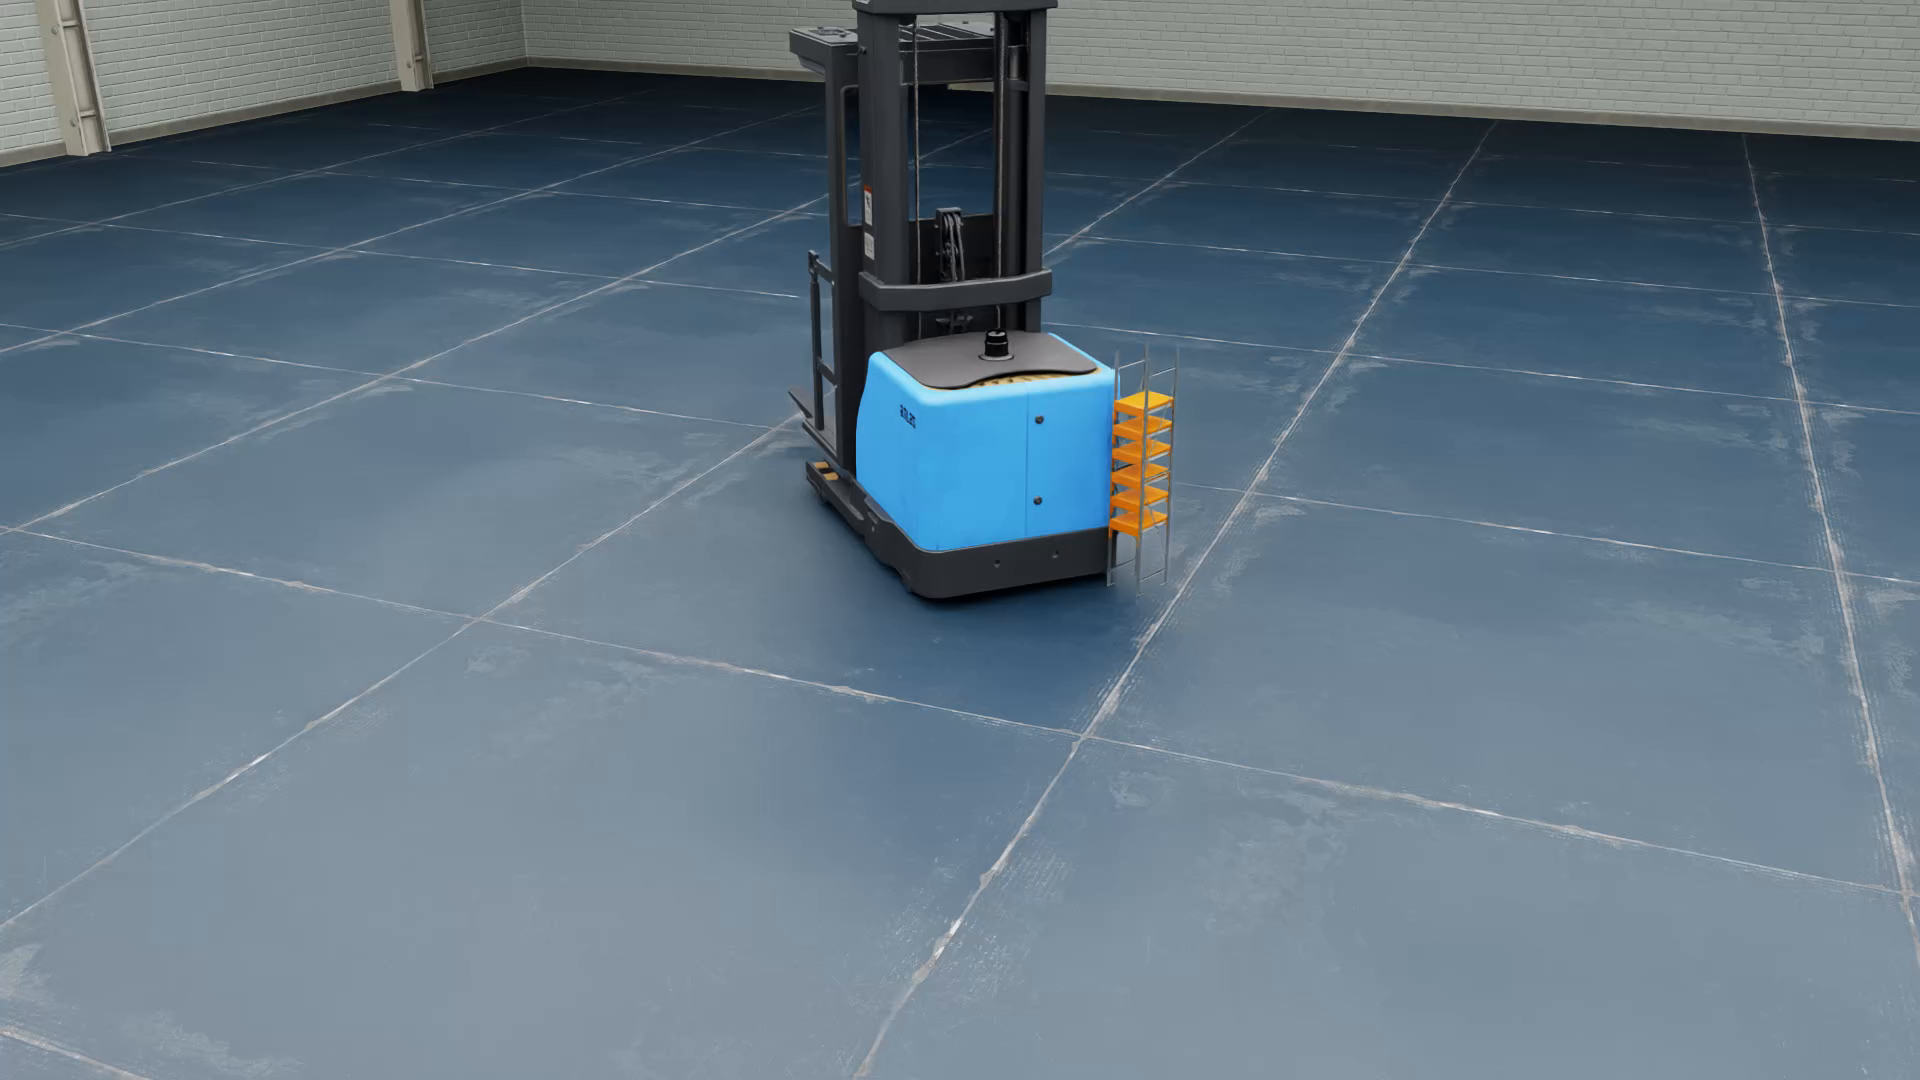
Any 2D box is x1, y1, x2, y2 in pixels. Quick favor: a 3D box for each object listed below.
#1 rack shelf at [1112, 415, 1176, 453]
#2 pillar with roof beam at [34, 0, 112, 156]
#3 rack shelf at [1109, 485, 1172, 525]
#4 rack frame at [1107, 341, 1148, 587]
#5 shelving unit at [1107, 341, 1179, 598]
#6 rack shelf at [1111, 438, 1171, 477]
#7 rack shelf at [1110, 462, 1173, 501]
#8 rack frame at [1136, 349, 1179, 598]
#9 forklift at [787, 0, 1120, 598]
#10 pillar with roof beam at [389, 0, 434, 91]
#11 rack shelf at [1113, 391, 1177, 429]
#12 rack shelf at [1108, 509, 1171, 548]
[{"bbox_3d":[0.874,-0.511,7.909,0.180,0.103,0.258,21,30,40],"label":"rack shelf"},{"bbox_3d":[-6.369,-8.146,16.576,9.100,9.000,0.400,9,24,20],"label":"pillar with roof beam"},{"bbox_3d":[0.874,-0.179,8.048,0.180,0.103,0.258,21,30,40],"label":"rack shelf"},{"bbox_3d":[0.809,-0.355,8.043,0.006,1.200,0.240,21,30,40],"label":"rack frame"},{"bbox_3d":[0.874,-0.330,7.984,0.189,1.200,0.258,21,30,40],"label":"shelving unit"},{"bbox_3d":[0.874,-0.400,7.955,0.180,0.103,0.258,21,30,40],"label":"rack shelf"},{"bbox_3d":[0.874,-0.289,8.001,0.180,0.103,0.258,21,30,40],"label":"rack shelf"},{"bbox_3d":[0.940,-0.306,7.925,0.006,1.200,0.240,21,30,40],"label":"rack frame"},{"bbox_3d":[-0.227,-1.613,8.808,1.130,2.935,3.031,-8,24,-19],"label":"forklift"},{"bbox_3d":[-4.141,-10.293,21.716,9.100,9.000,0.400,9,24,20],"label":"pillar with roof beam"},{"bbox_3d":[0.874,-0.622,7.863,0.180,0.103,0.258,21,30,40],"label":"rack shelf"},{"bbox_3d":[0.874,-0.068,8.094,0.180,0.103,0.258,21,30,40],"label":"rack shelf"}]
